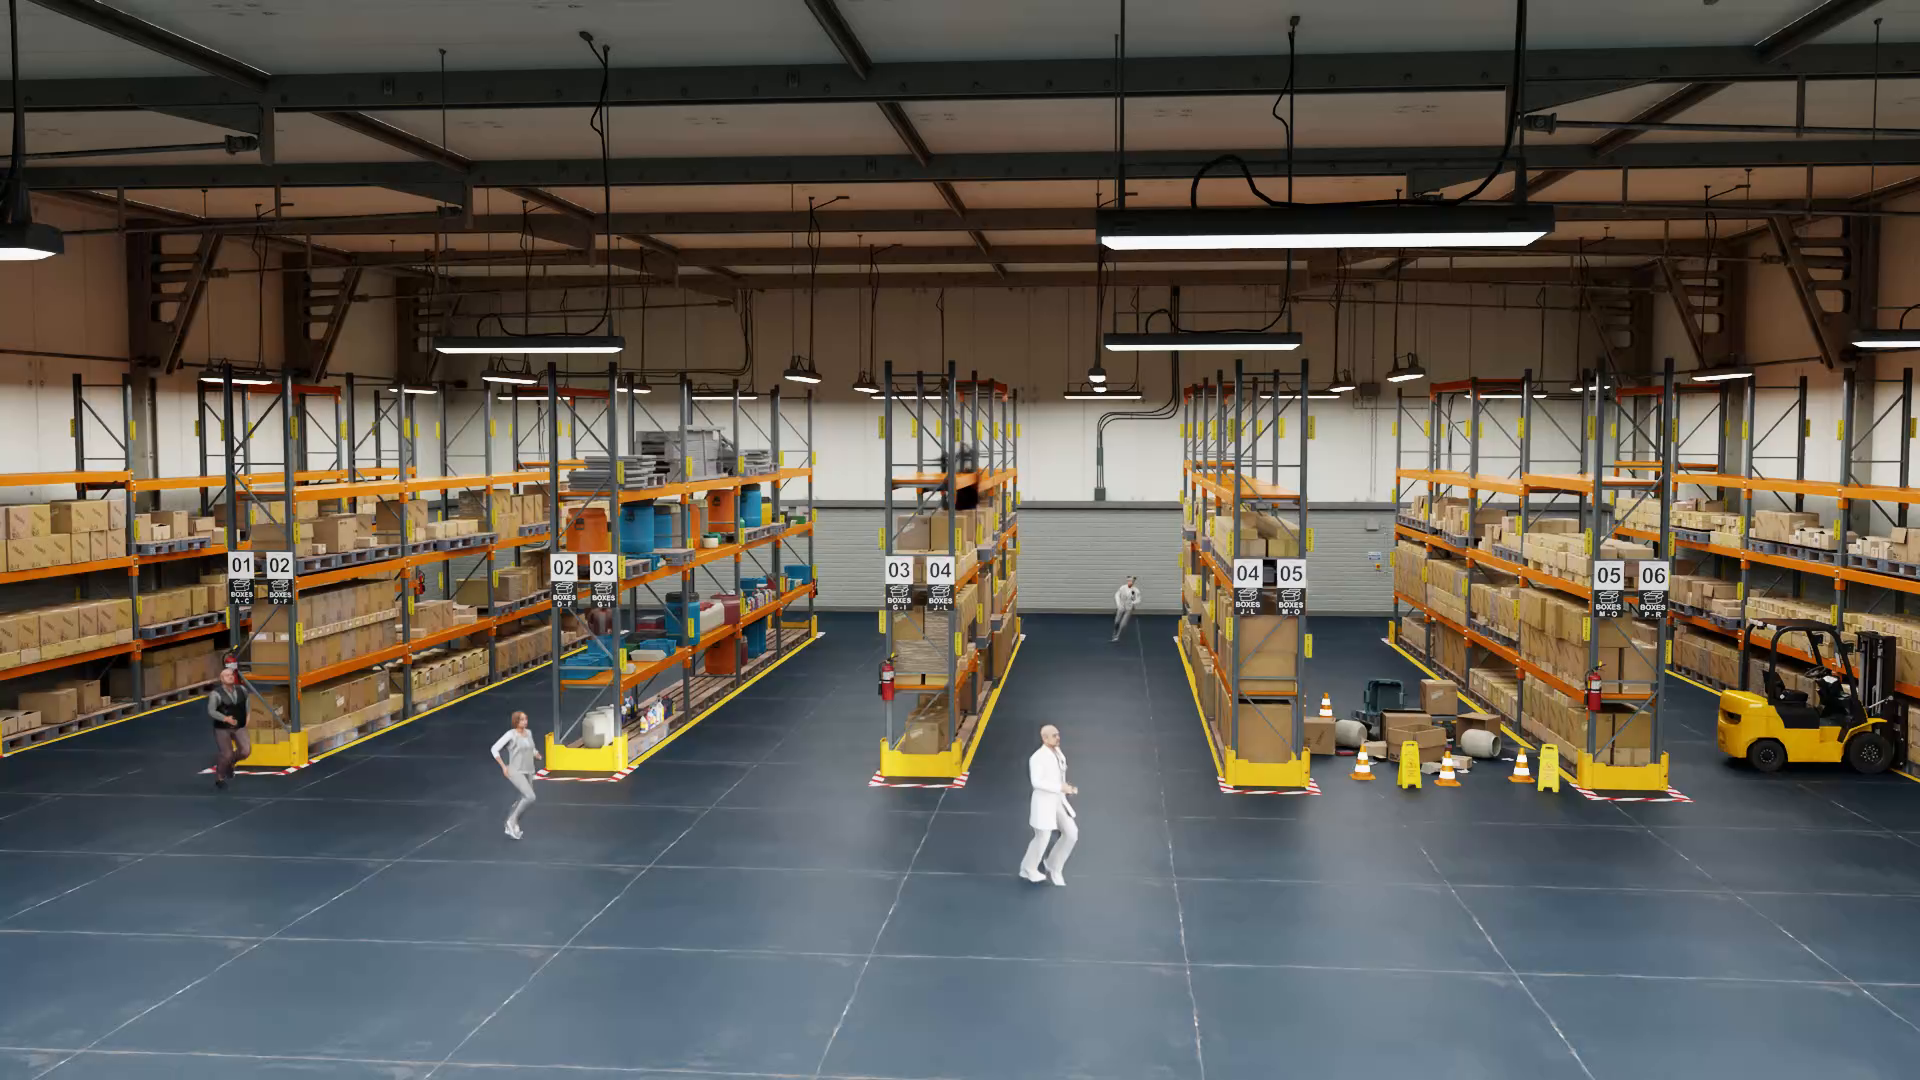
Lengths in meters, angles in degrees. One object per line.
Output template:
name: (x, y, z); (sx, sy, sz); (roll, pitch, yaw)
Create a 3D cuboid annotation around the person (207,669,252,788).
person: (-10.175, 2.635, 23.268); (0.672, 1.680, 0.691); (3, 5, 40)

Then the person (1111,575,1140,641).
person: (3.900, 1.617, 39.220); (0.704, 1.590, 0.536); (1, 4, 14)

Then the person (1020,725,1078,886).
person: (1.008, 2.937, 18.254); (0.779, 1.829, 0.740); (3, 5, 38)

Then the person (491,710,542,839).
person: (-5.350, 2.862, 20.286); (0.635, 1.563, 0.509); (2, 4, 27)

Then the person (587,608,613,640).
person: (-7.027, 1.974, 32.752); (0.627, 1.723, 0.744); (-1, 4, -11)
